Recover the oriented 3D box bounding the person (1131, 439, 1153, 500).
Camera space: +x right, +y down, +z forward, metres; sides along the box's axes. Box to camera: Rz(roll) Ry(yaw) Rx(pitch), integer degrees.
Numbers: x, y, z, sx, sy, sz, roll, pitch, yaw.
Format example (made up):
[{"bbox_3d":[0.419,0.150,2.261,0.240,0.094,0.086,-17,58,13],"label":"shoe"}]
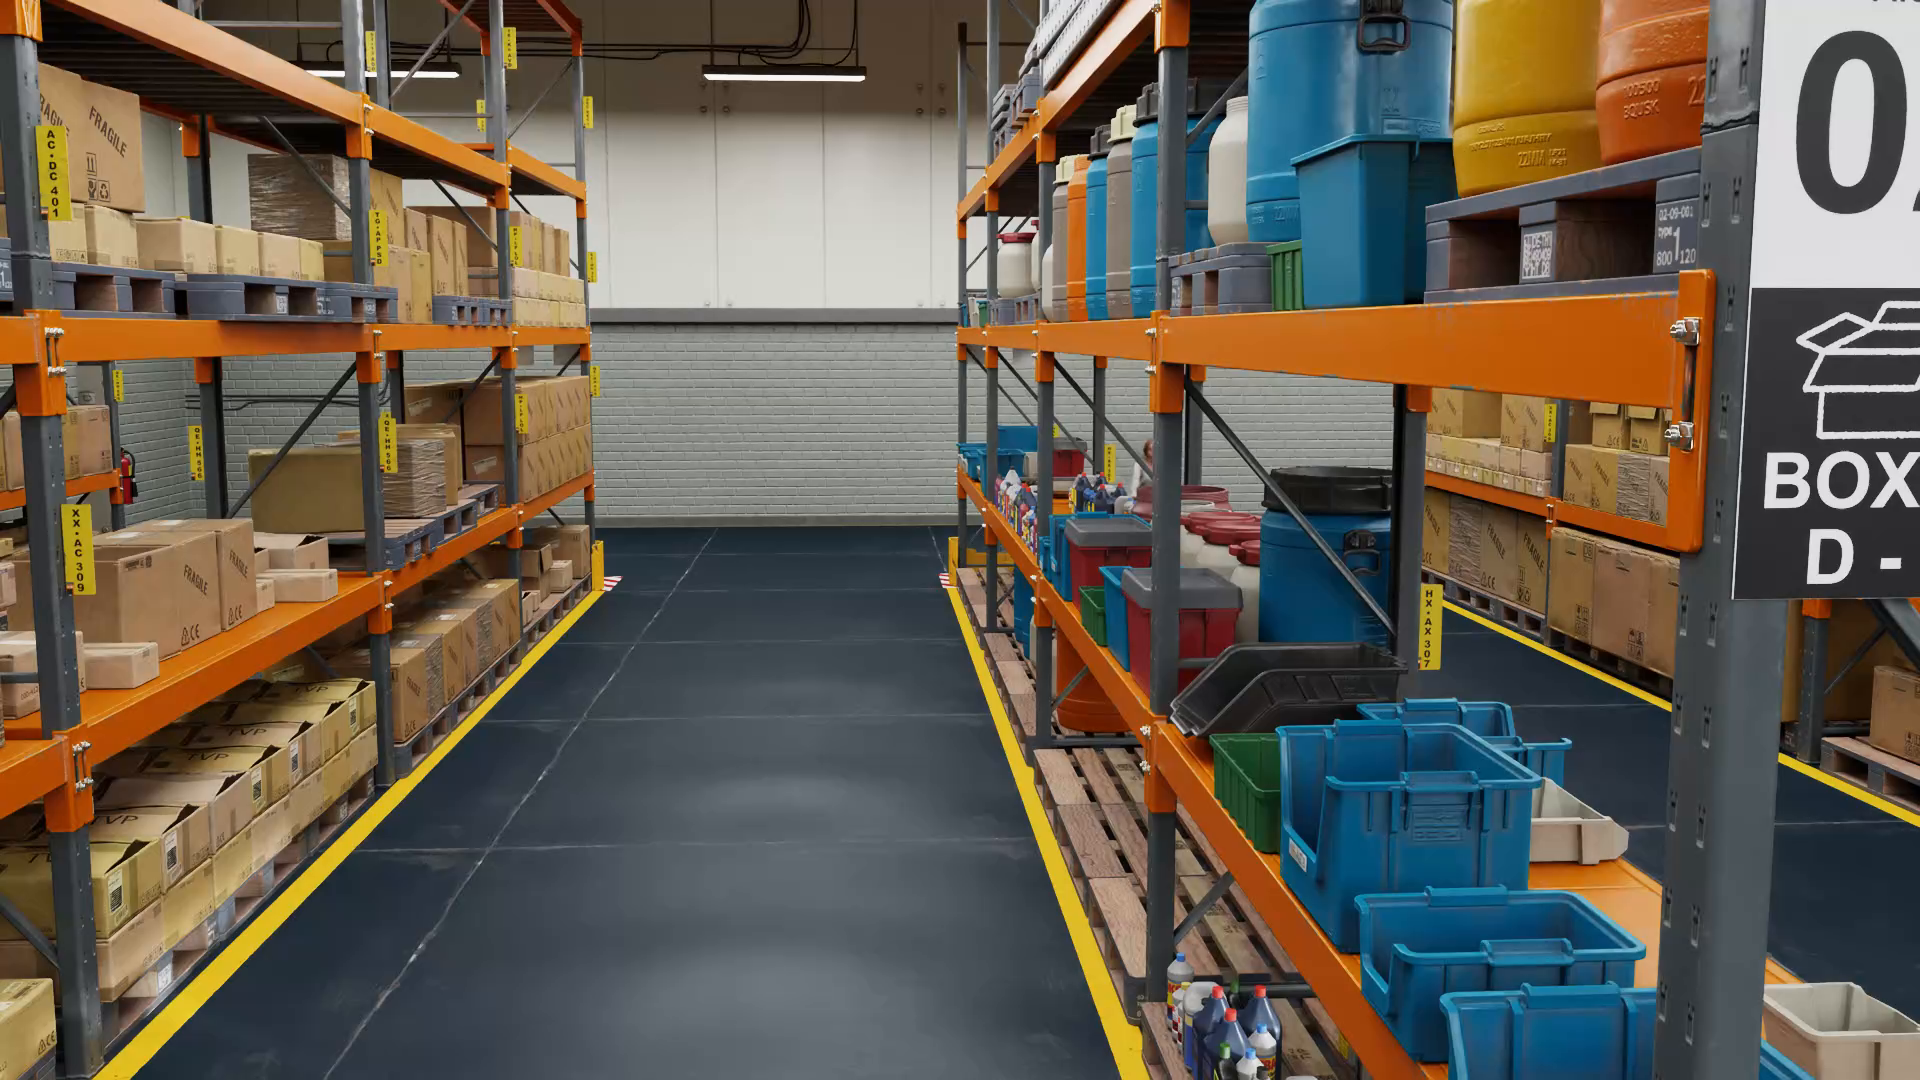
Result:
[{"bbox_3d":[2.070,-0.362,18.638,0.447,1.569,0.659,-3,8,-21],"label":"person"}]
